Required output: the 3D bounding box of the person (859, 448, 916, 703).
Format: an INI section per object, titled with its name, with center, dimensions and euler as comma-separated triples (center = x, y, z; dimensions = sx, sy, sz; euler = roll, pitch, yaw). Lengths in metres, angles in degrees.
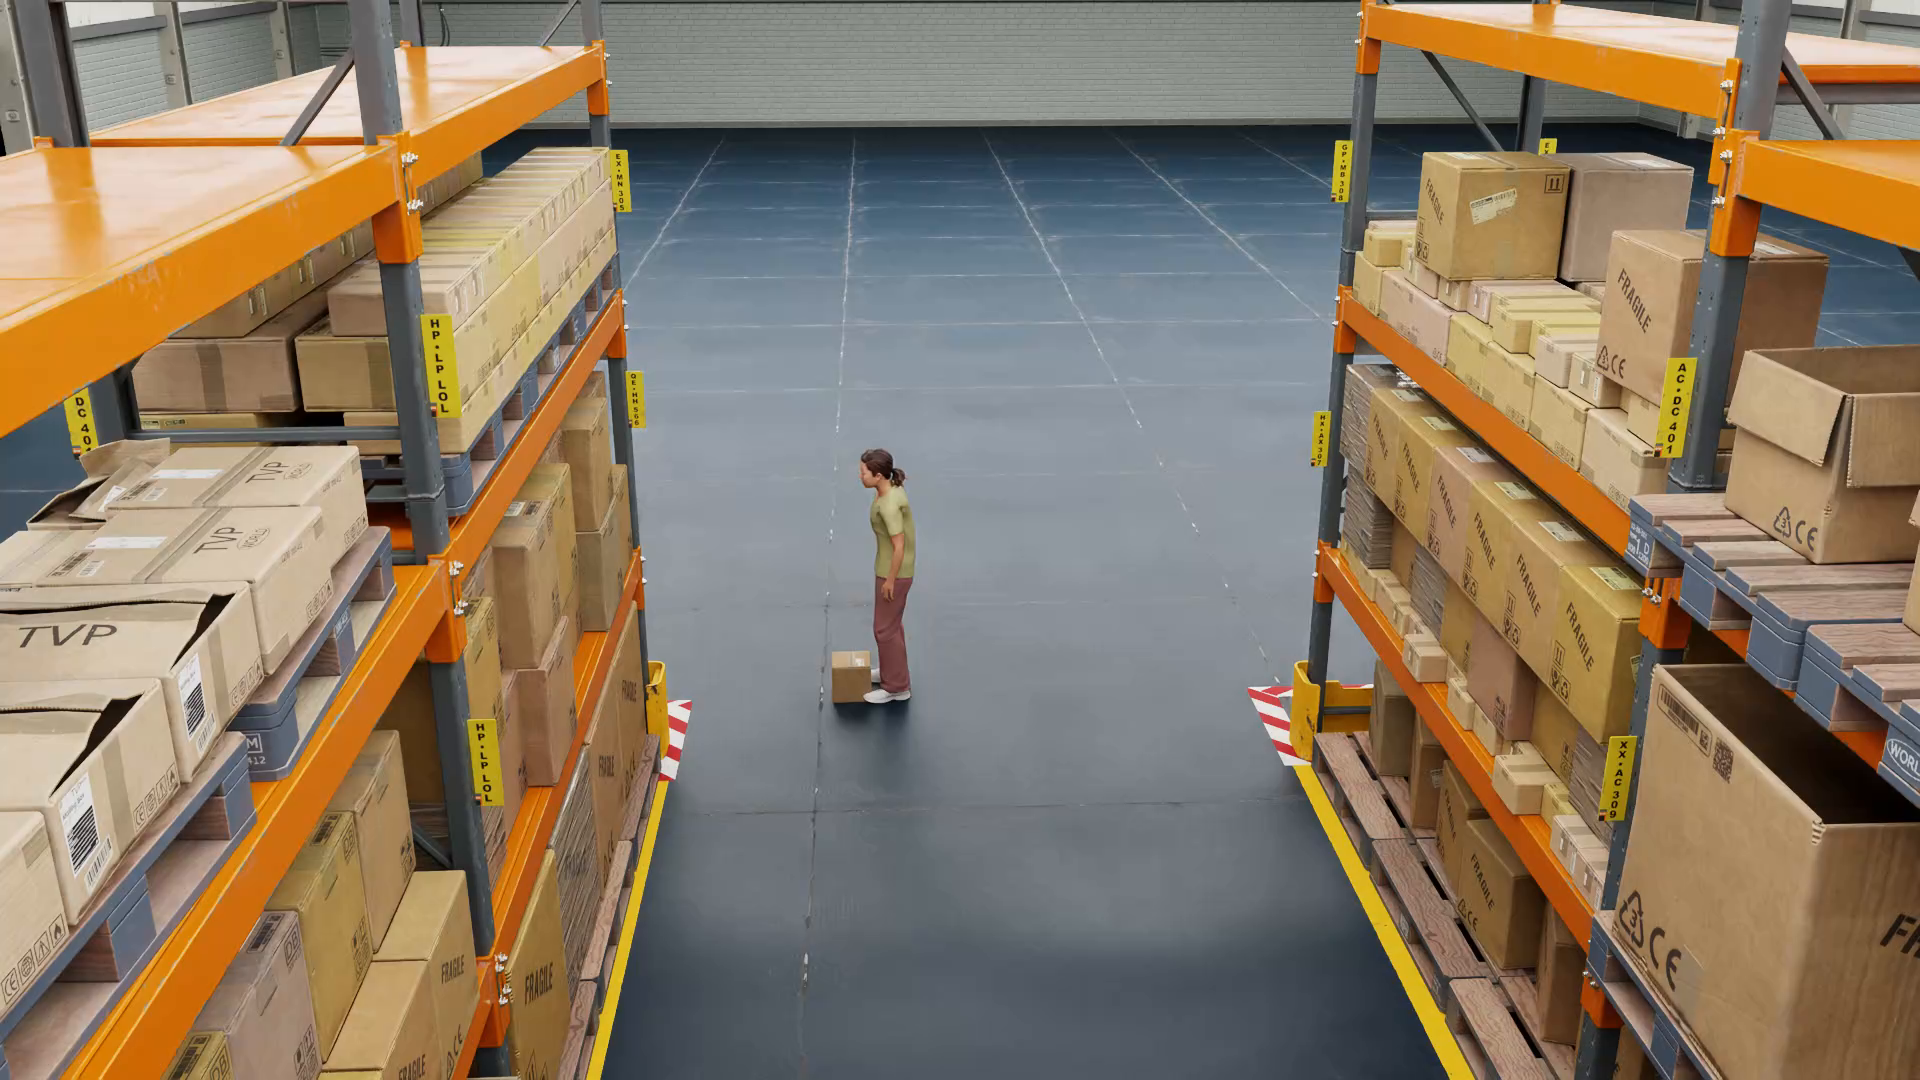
[person]
center = -0.455, 0.210, 10.516
dimensions = 0.353, 1.672, 0.504
euler = -1, 21, -4
